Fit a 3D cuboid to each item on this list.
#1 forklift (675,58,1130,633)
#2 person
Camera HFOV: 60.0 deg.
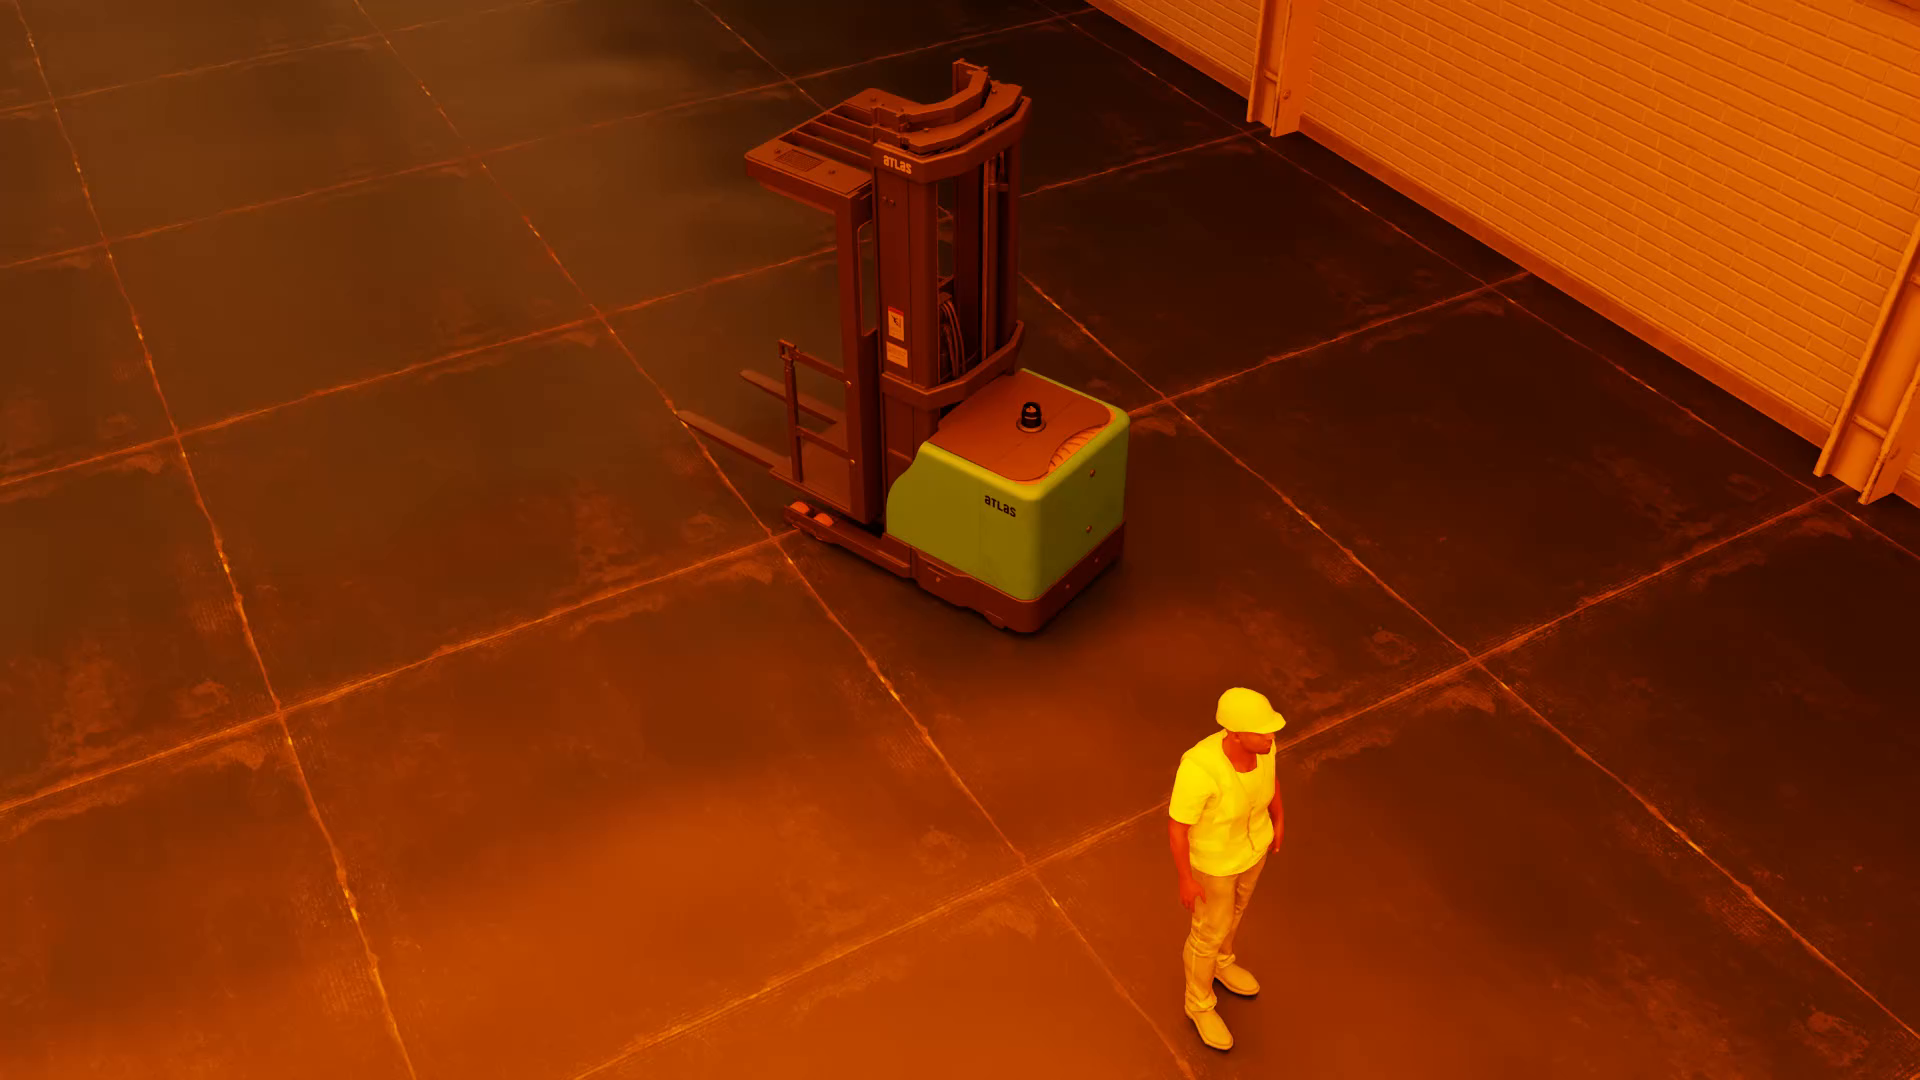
[{"bbox_3d":[-0.481,-1.366,9.683,3.031,2.935,1.130,26,46,28],"label":"forklift"},{"bbox_3d":[1.226,1.388,7.264,0.665,1.766,0.577,-30,48,-31],"label":"person"}]
